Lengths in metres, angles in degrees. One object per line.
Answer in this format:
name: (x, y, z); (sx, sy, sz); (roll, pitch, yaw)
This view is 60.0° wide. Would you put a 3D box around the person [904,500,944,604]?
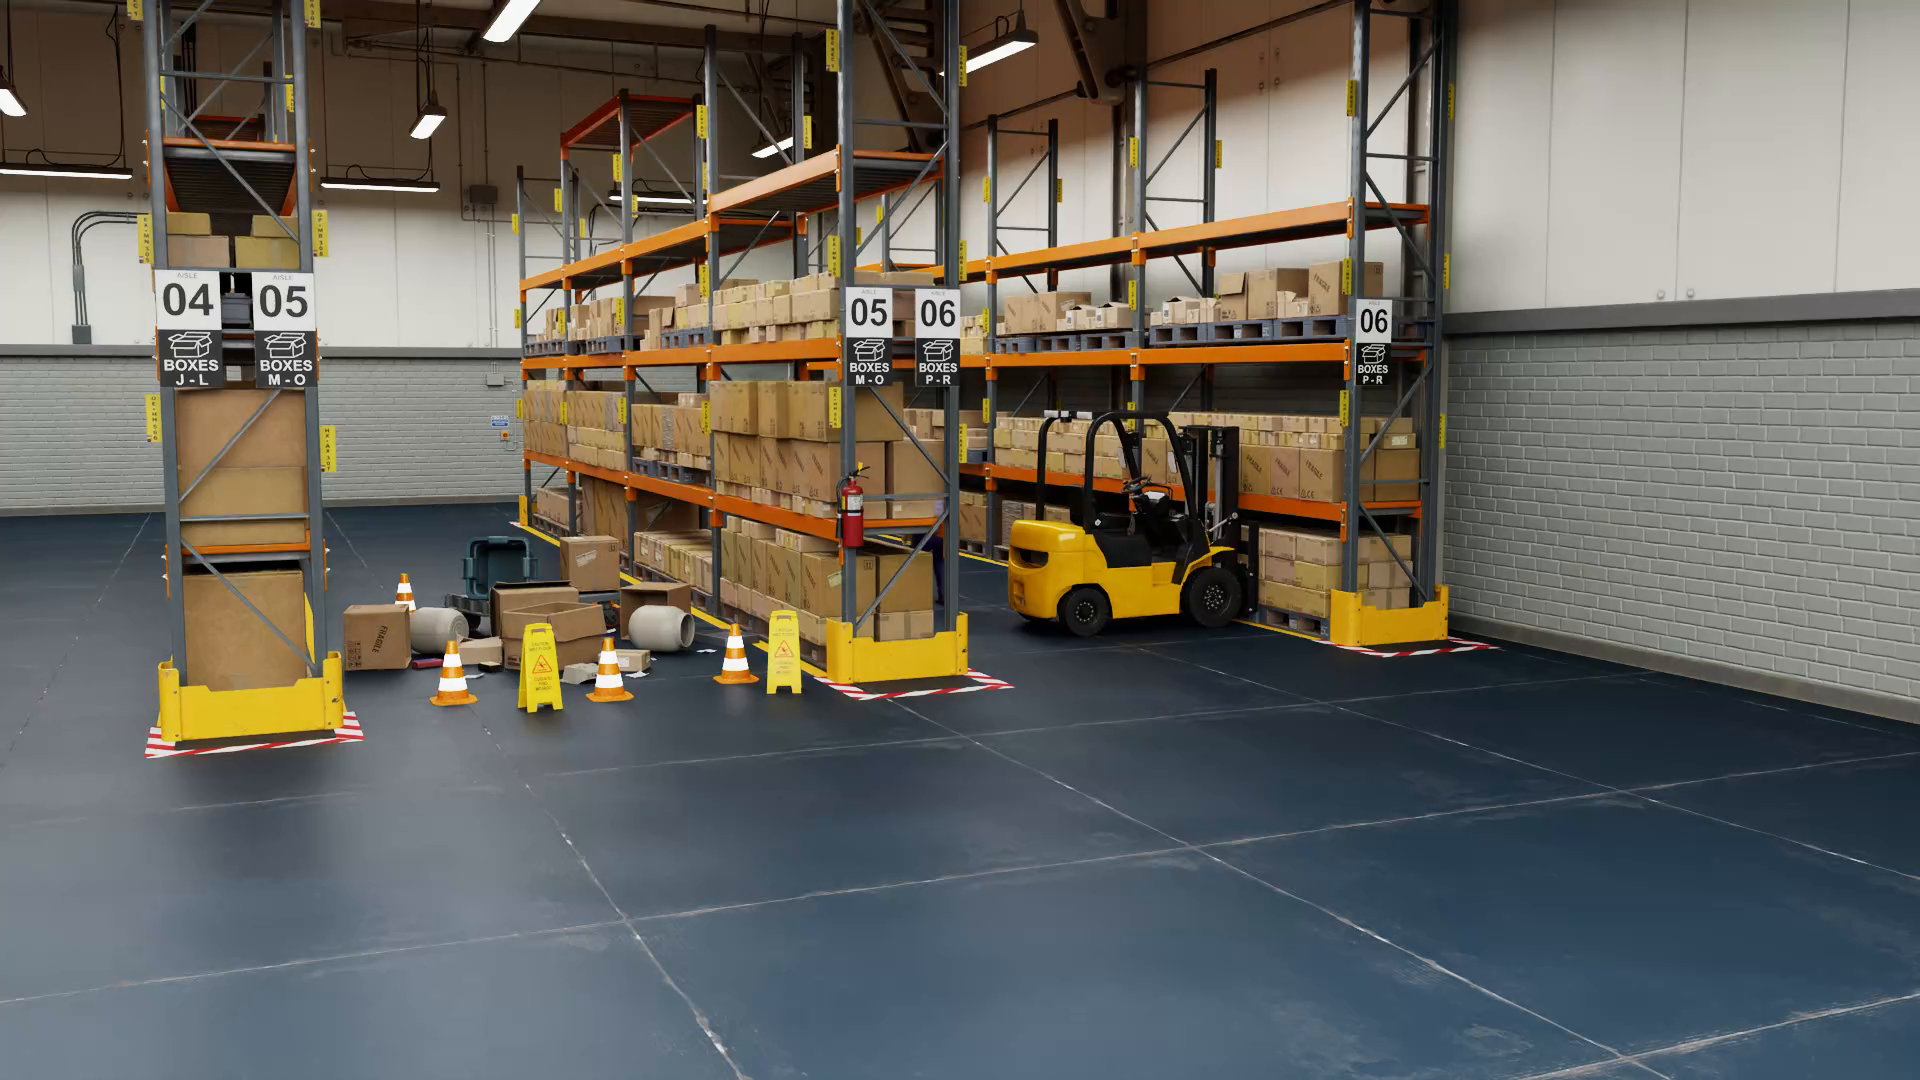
person: (-0.365, -0.037, 18.263); (0.522, 1.511, 0.529); (-2, 6, -23)
